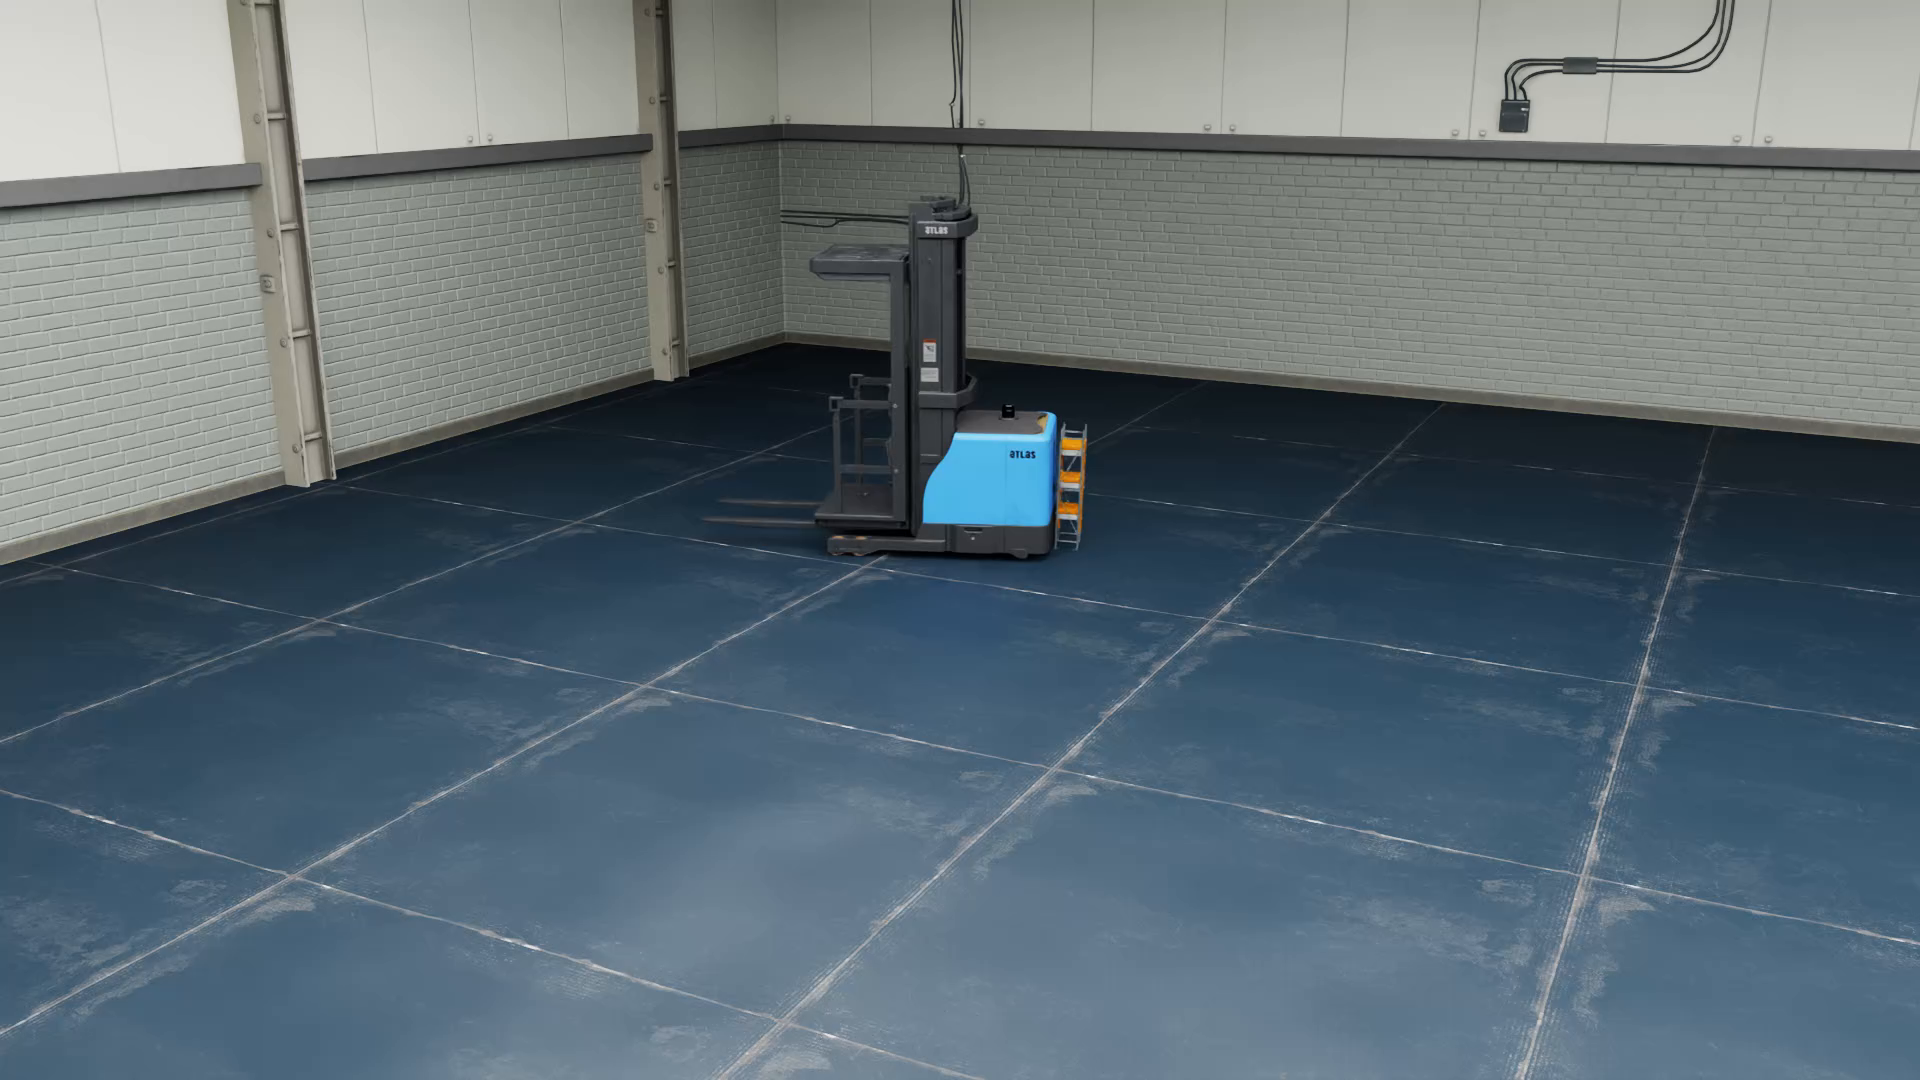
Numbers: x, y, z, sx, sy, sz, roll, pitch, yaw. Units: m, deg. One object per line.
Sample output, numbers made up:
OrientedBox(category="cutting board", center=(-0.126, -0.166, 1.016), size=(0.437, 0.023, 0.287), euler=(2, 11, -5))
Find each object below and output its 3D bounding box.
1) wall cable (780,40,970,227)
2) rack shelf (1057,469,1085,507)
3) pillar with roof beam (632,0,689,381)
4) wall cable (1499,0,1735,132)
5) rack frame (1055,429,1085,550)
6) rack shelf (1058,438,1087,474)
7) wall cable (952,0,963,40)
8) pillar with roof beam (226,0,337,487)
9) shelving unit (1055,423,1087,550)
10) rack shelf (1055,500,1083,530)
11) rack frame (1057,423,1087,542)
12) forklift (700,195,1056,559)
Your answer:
OrientedBox(category="wall cable", center=(-1.262, -5.520, 22.757), size=(3.097, 2.526, 0.112), euler=(8, 18, 25))
OrientedBox(category="rack shelf", center=(0.946, -0.447, 14.210), size=(0.215, 0.259, 0.240), euler=(5, 17, 8))
OrientedBox(category="pillar with roof beam", center=(0.090, -5.878, 18.511), size=(9.100, 9.000, 0.400), euler=(8, 18, 25))
OrientedBox(category="wall cable", center=(7.224, -7.427, 17.751), size=(2.305, 6.003, 0.169), euler=(8, 18, 25))
OrientedBox(category="rack frame", center=(0.927, -0.423, 14.092), size=(0.200, 1.050, 0.008), euler=(5, 17, 8))
OrientedBox(category="rack shelf", center=(0.956, -0.719, 14.128), size=(0.215, 0.259, 0.240), euler=(5, 17, 8))
OrientedBox(category="wall cable", center=(1.158, -7.597, 20.879), size=(3.097, 2.526, 0.112), euler=(8, 18, 25))
OrientedBox(category="pillar with roof beam", center=(-2.591, -4.350, 13.366), size=(9.100, 9.000, 0.400), euler=(8, 18, 25))
OrientedBox(category="shelving unit", center=(0.947, -0.457, 14.207), size=(0.215, 1.050, 0.252), euler=(5, 17, 8))
OrientedBox(category="rack shelf", center=(0.937, -0.182, 14.291), size=(0.215, 0.259, 0.240), euler=(5, 17, 8))
OrientedBox(category="rack frame", center=(0.966, -0.492, 14.323), size=(0.200, 1.050, 0.008), euler=(5, 17, 8))
OrientedBox(category="forklift", center=(-0.701, -1.412, 14.130), size=(3.031, 2.935, 1.130), euler=(2, 17, 6))
